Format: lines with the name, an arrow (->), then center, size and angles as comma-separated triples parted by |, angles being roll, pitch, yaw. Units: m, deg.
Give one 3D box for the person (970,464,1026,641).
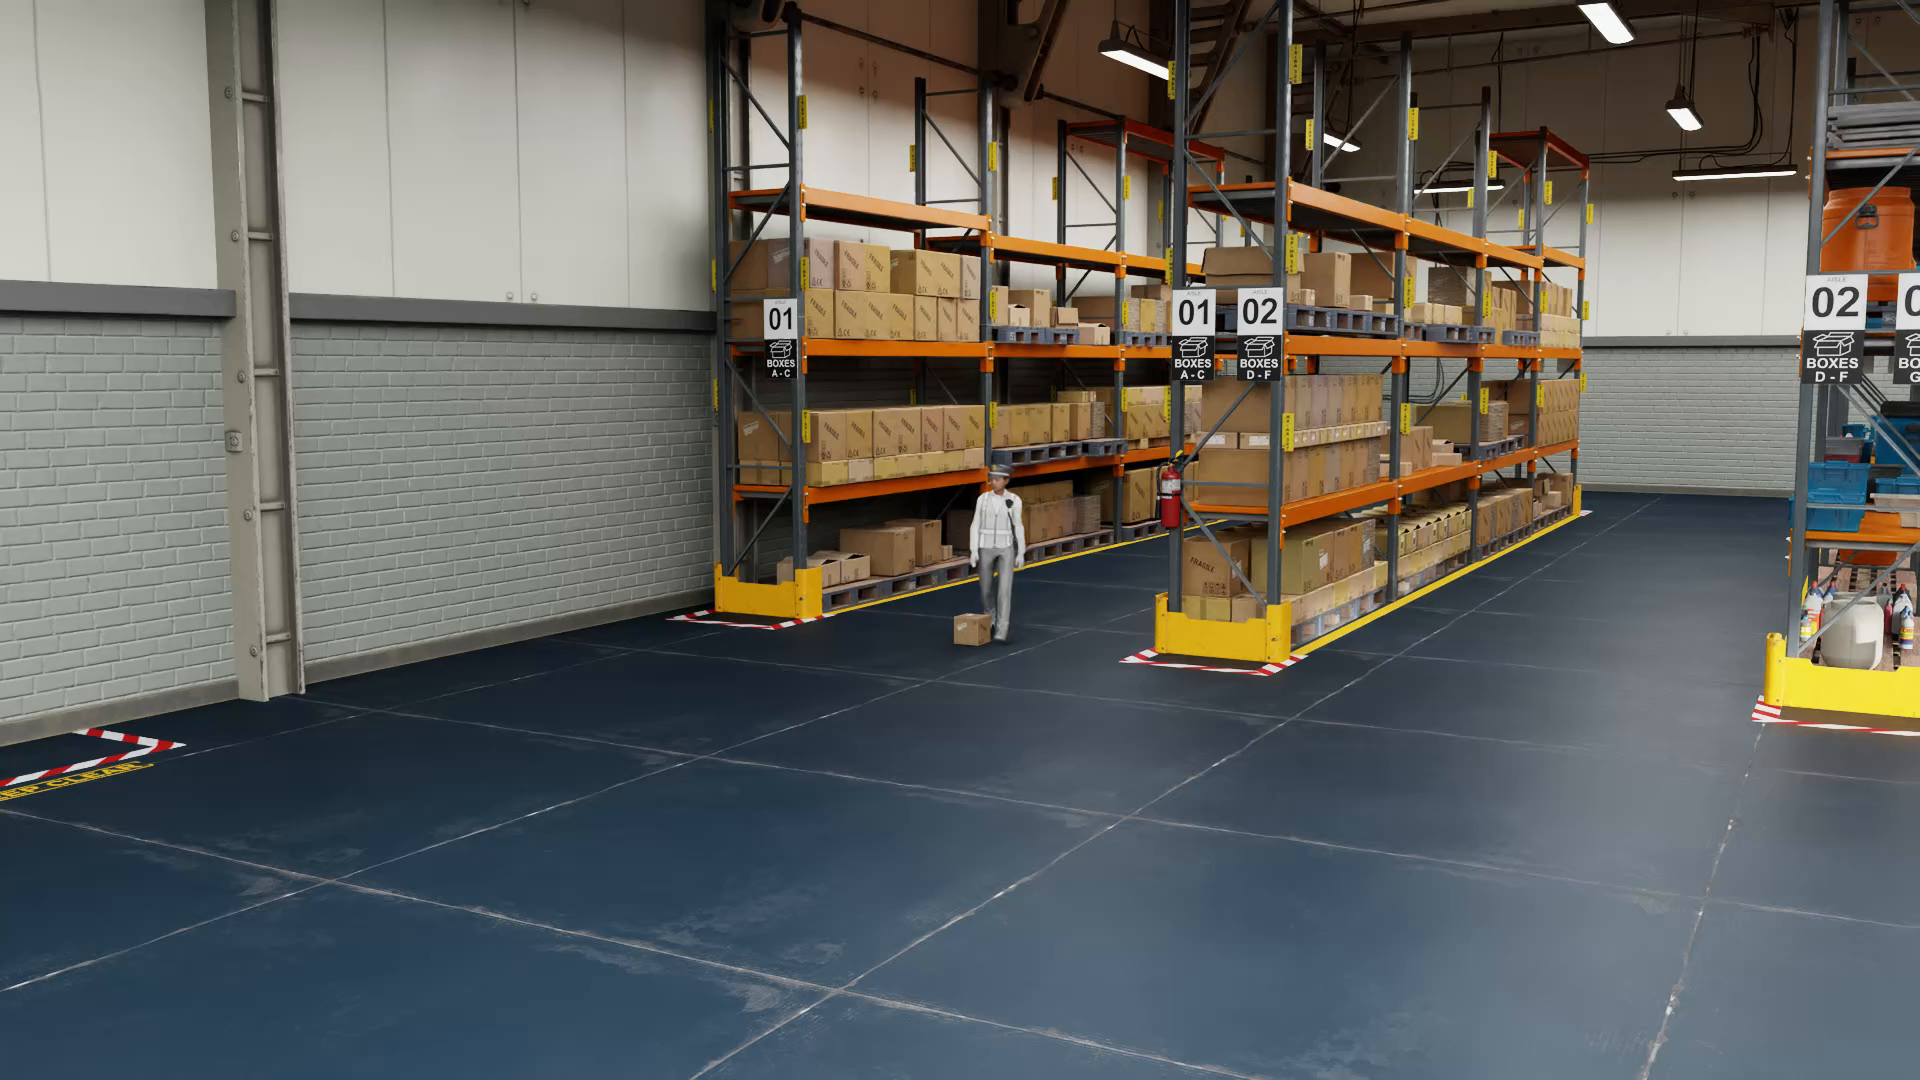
person -> 0.336, 0.096, 15.574 | 0.512, 1.619, 0.988 | 1, 6, 12
